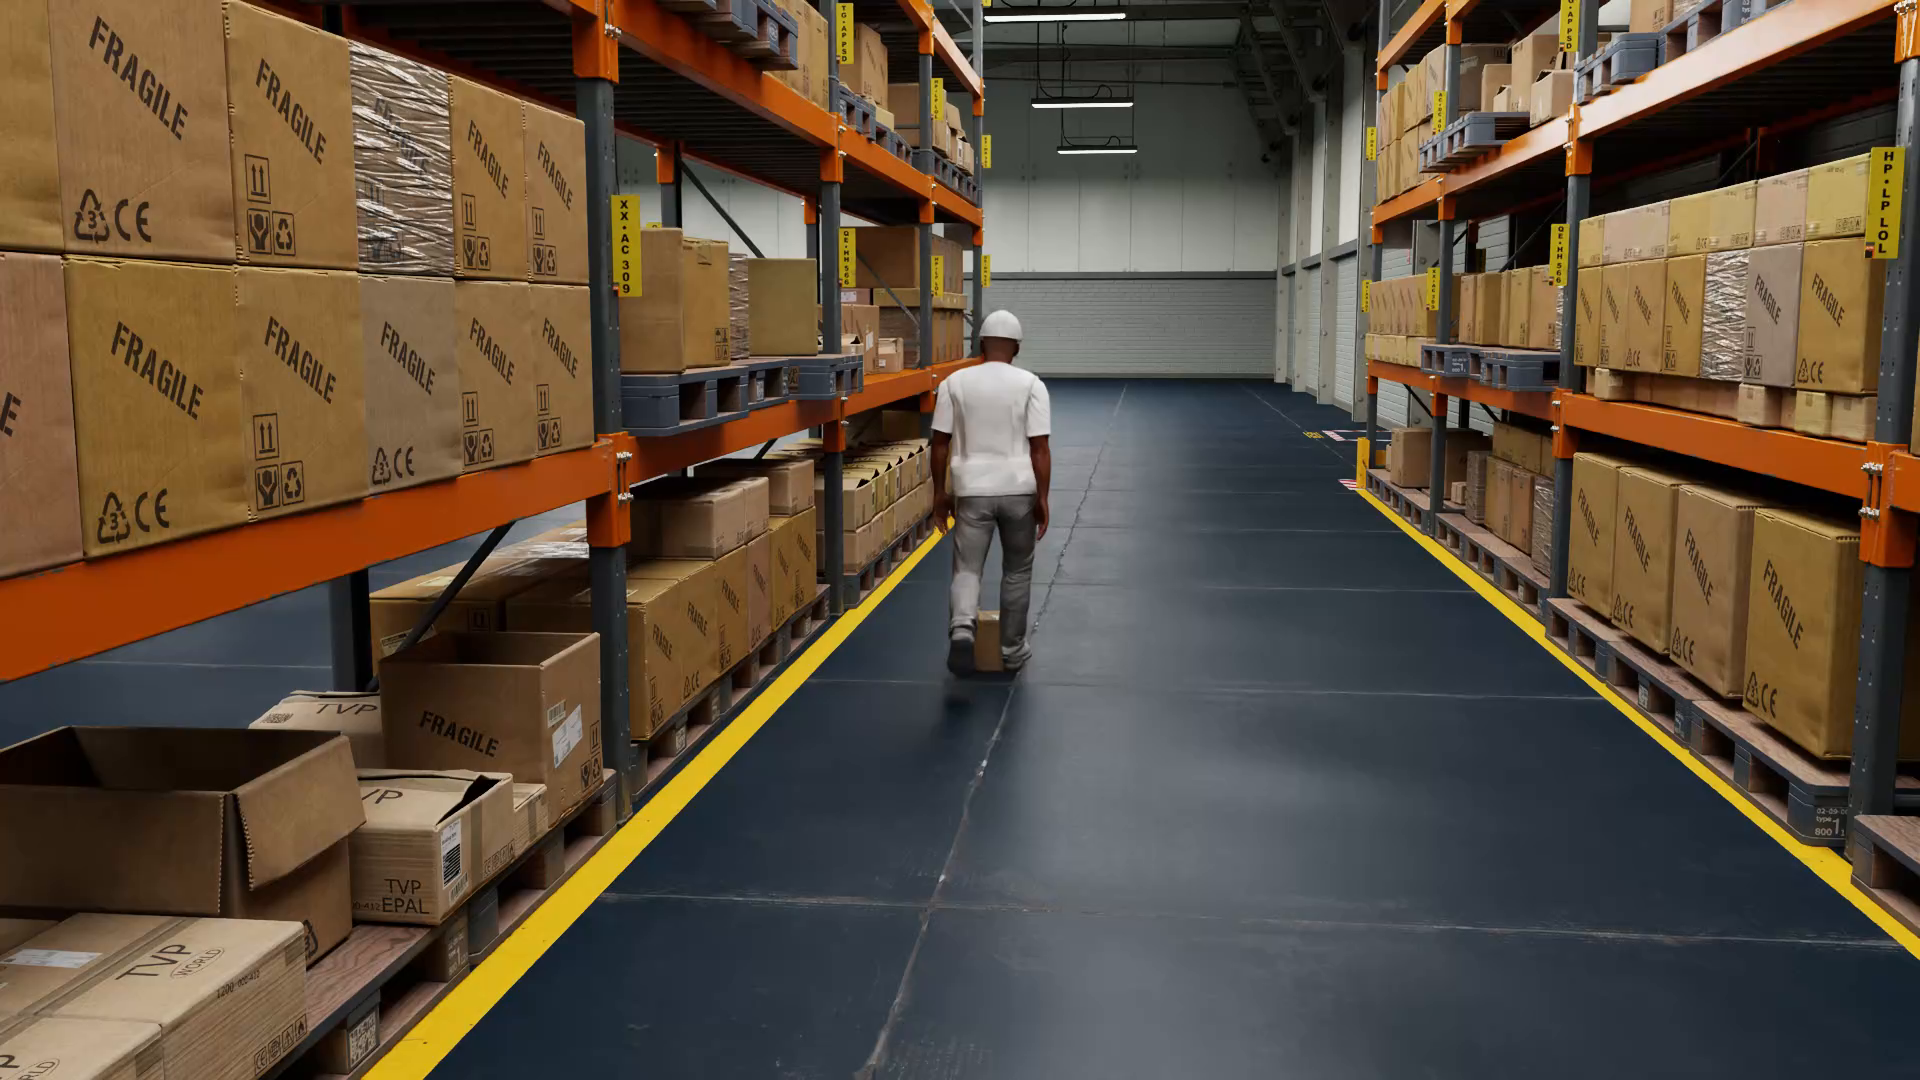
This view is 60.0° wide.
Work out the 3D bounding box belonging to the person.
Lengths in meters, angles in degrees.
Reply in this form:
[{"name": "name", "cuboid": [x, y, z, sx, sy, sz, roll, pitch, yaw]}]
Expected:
[{"name": "person", "cuboid": [0.136, -0.203, 7.804, 0.574, 1.734, 0.948, 1, 8, 8]}]
